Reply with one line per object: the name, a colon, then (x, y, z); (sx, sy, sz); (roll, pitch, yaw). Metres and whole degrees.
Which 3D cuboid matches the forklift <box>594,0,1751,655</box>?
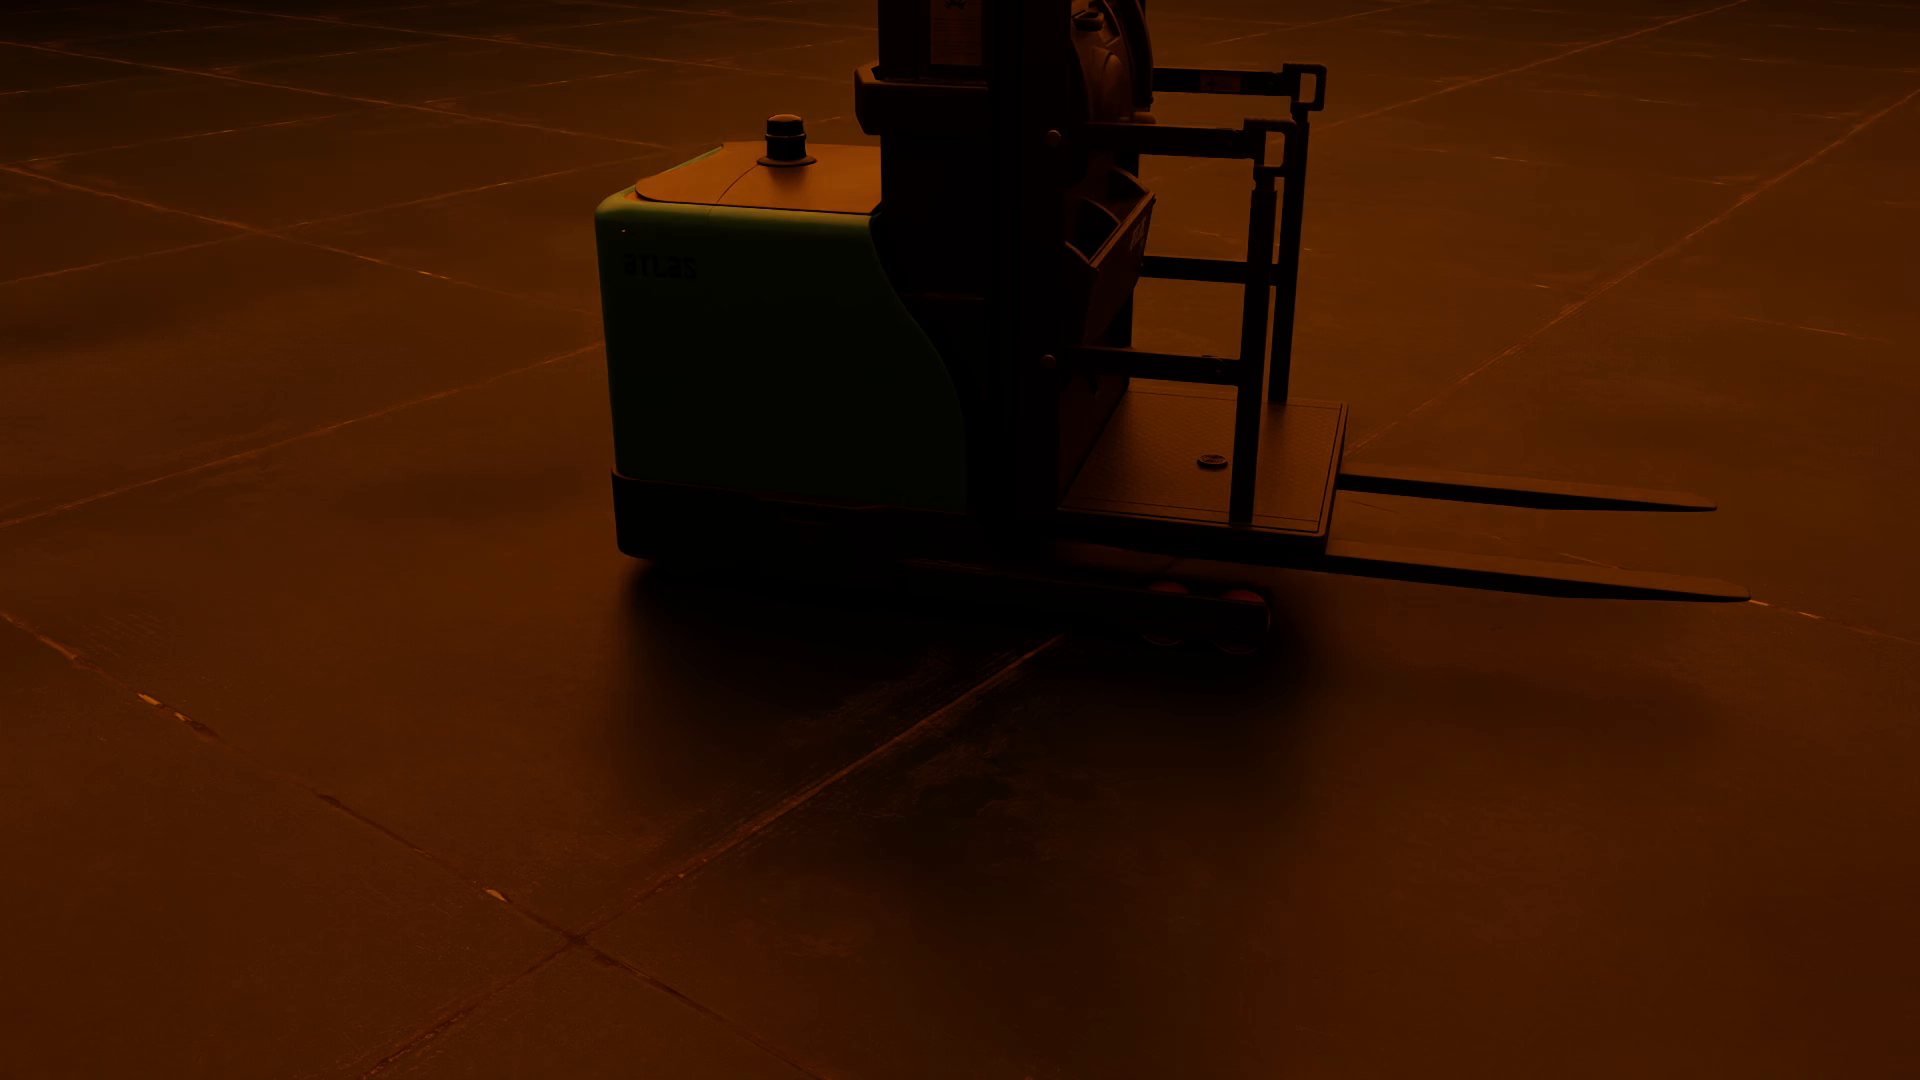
forklift: (0.587, -1.281, 4.284); (3.031, 2.935, 1.130); (6, 24, 14)
